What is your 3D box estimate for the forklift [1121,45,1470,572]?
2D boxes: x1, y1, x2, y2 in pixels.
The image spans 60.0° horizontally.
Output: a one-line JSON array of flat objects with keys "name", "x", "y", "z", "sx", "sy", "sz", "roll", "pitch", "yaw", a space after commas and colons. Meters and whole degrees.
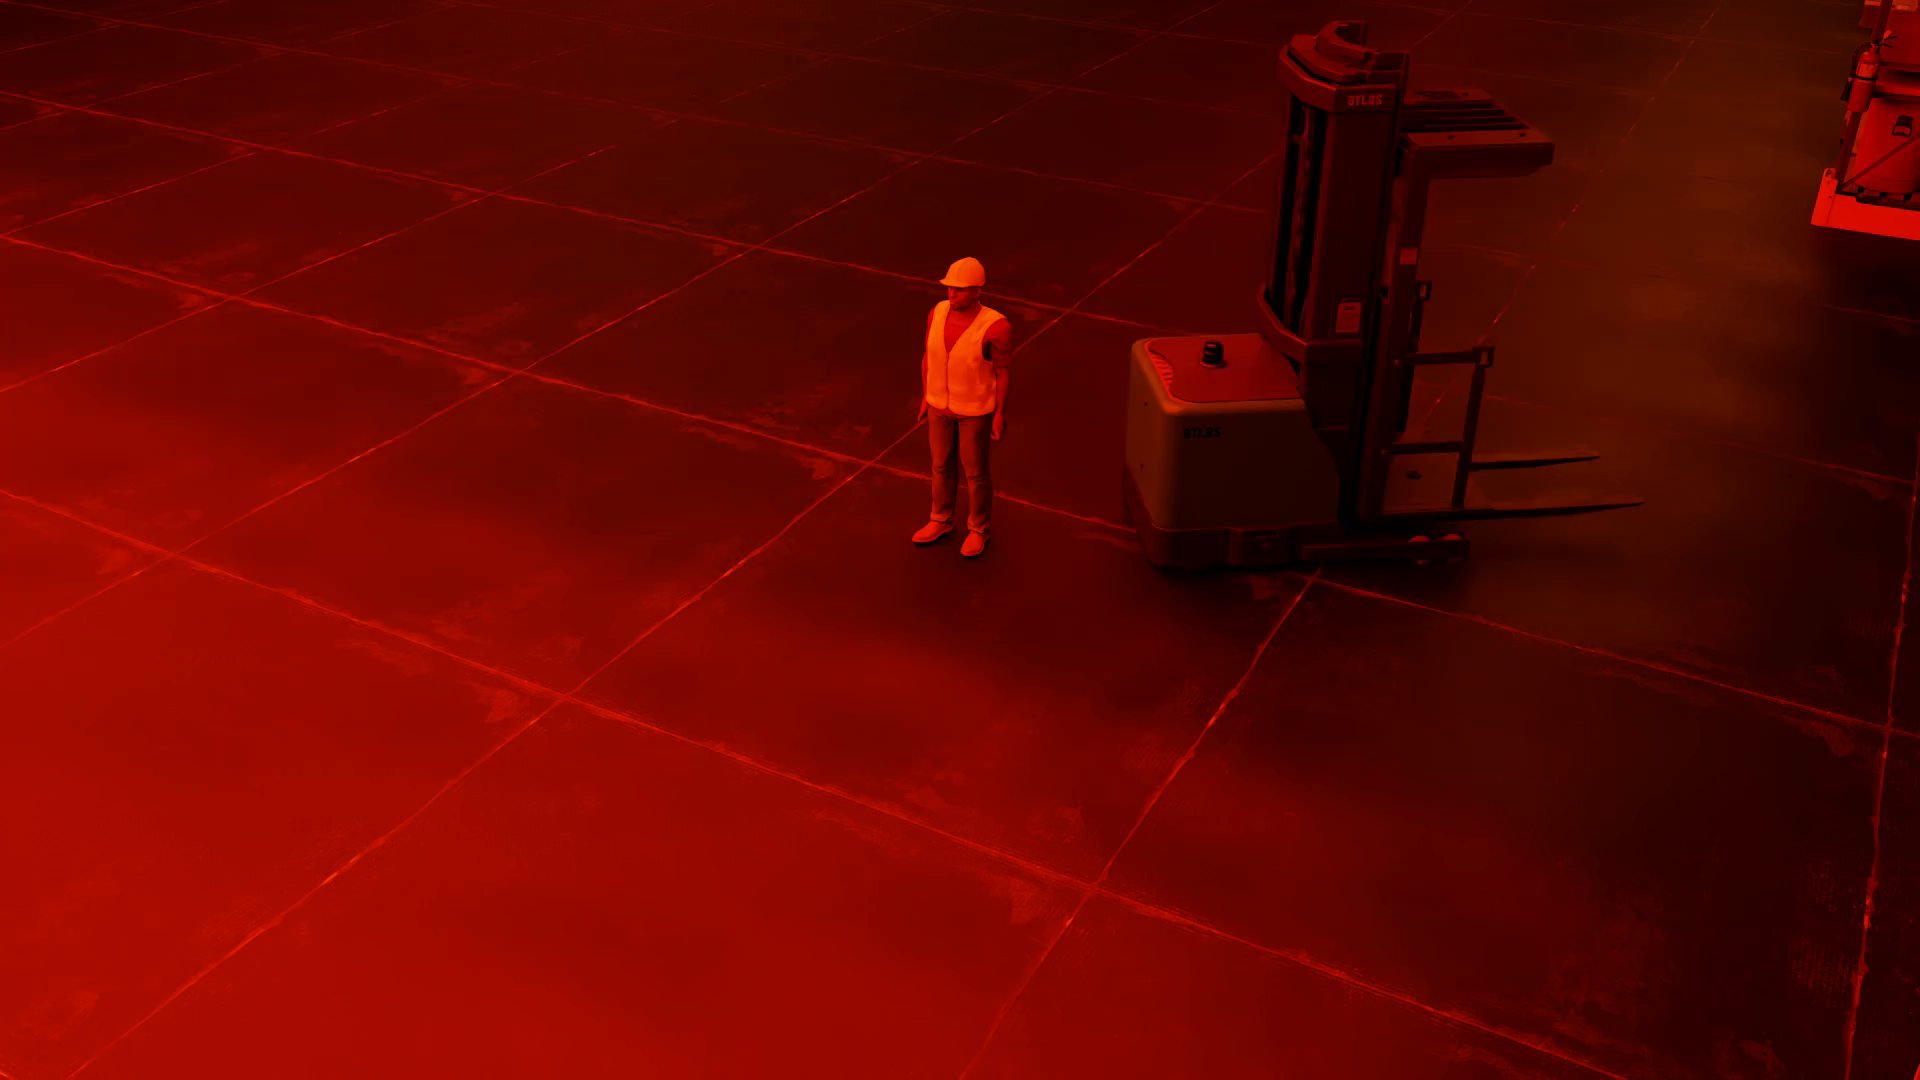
[{"name": "forklift", "x": 2.018, "y": -1.321, "z": 9.447, "sx": 1.939, "sy": 2.843, "sz": 1.129, "roll": -3, "pitch": 30, "yaw": -5}]

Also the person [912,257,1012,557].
[{"name": "person", "x": 0.007, "y": -0.761, "z": 9.555, "sx": 0.556, "sy": 1.770, "sz": 0.387, "roll": 15, "pitch": 33, "yaw": 25}]
